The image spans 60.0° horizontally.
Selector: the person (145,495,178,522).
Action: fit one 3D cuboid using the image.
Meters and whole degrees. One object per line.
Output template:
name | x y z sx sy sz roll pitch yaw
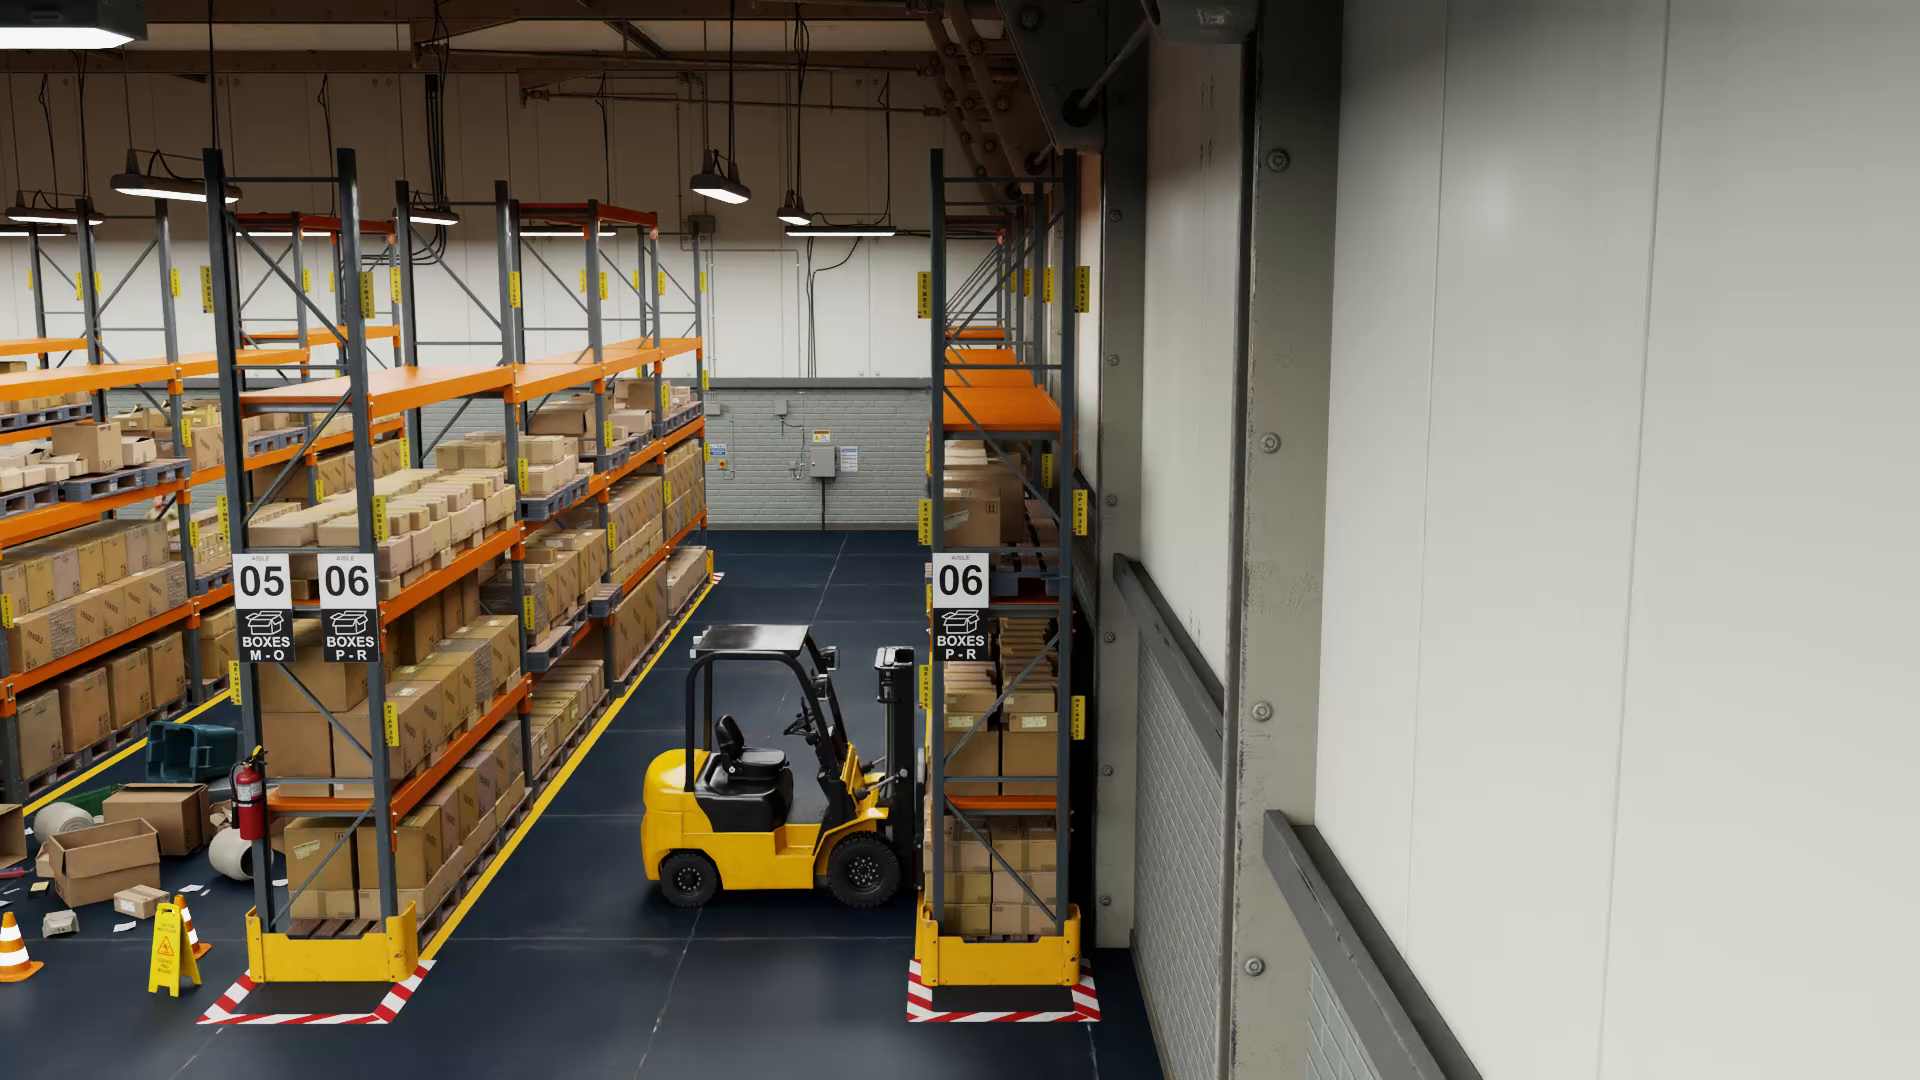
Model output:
person | -13.029 0.034 27.129 0.574 1.631 0.540 0 9 -1
